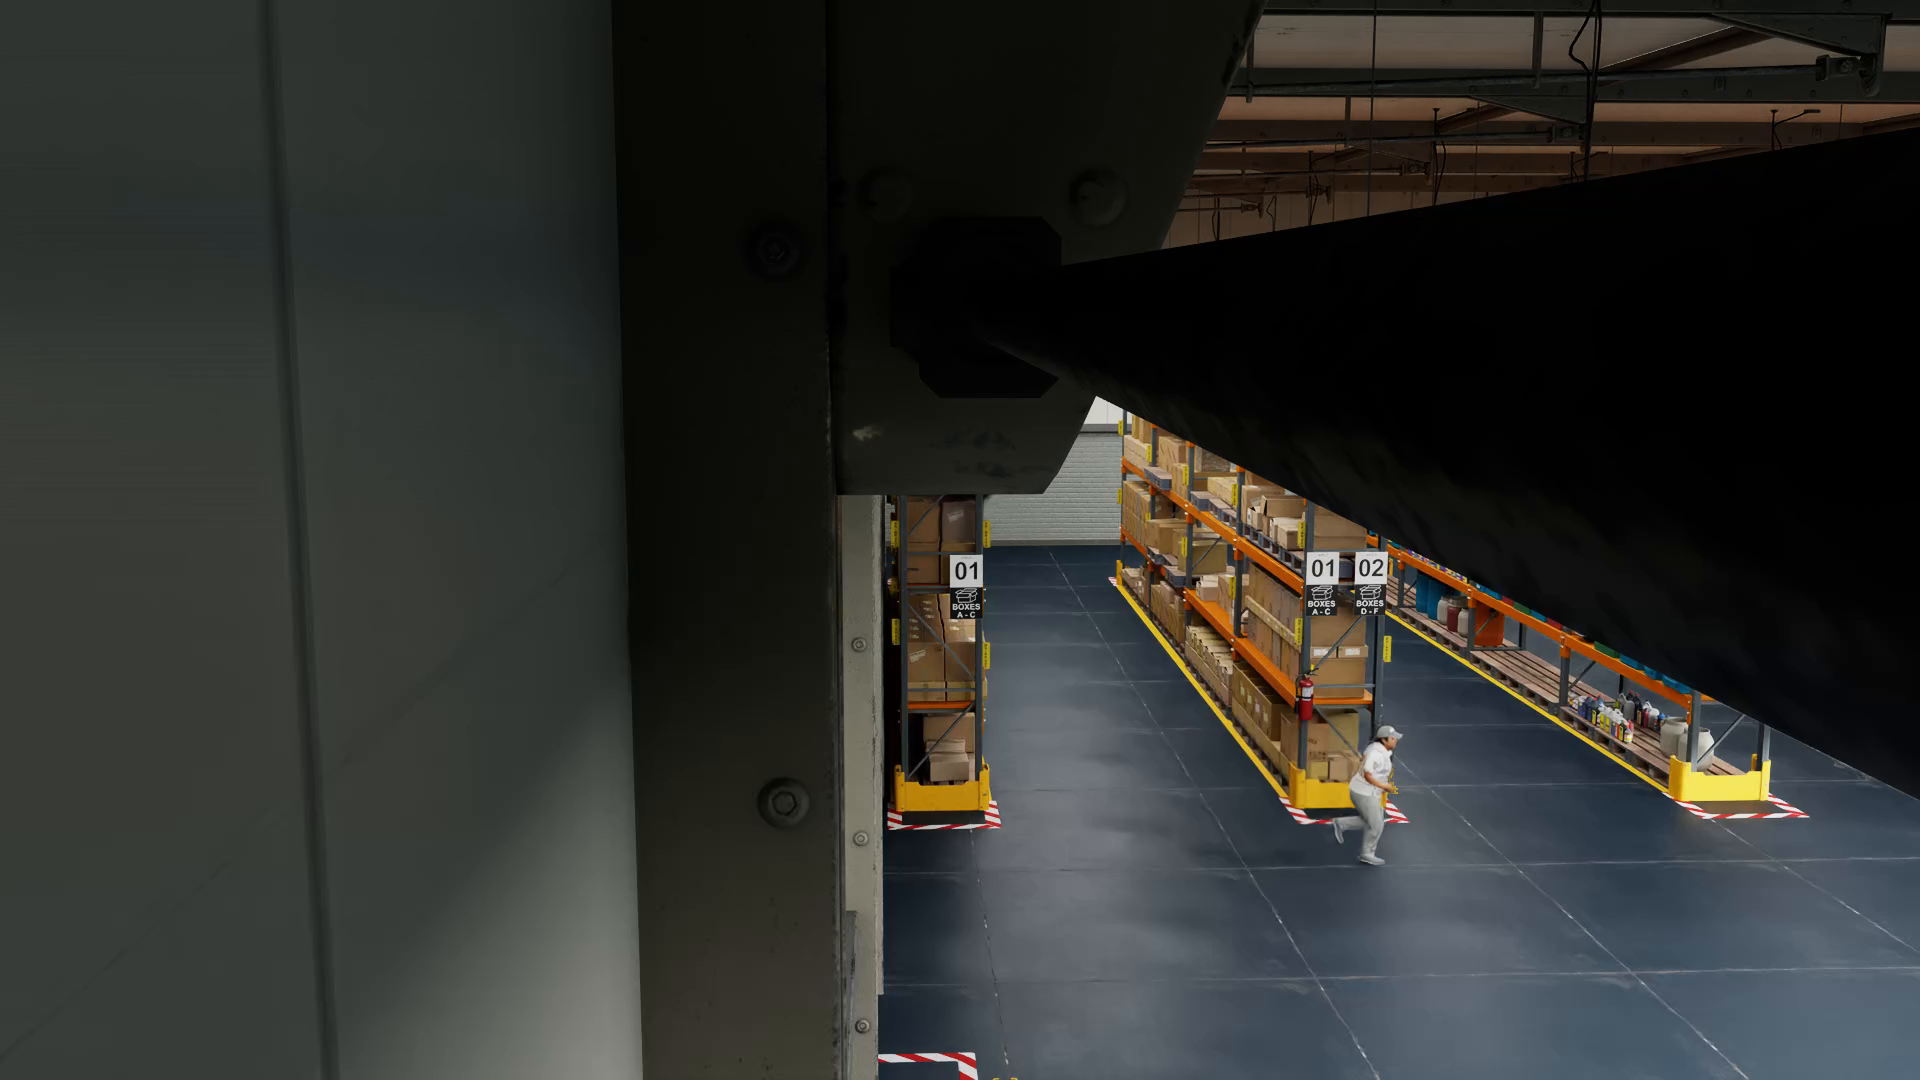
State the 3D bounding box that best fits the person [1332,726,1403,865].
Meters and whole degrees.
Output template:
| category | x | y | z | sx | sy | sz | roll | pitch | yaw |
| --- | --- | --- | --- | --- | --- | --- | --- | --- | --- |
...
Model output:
| category | x | y | z | sx | sy | sz | roll | pitch | yaw |
| --- | --- | --- | --- | --- | --- | --- | --- | --- | --- |
| person | 4.533 | 2.836 | 18.567 | 0.758 | 1.610 | 0.572 | 4 | 9 | 26 |
